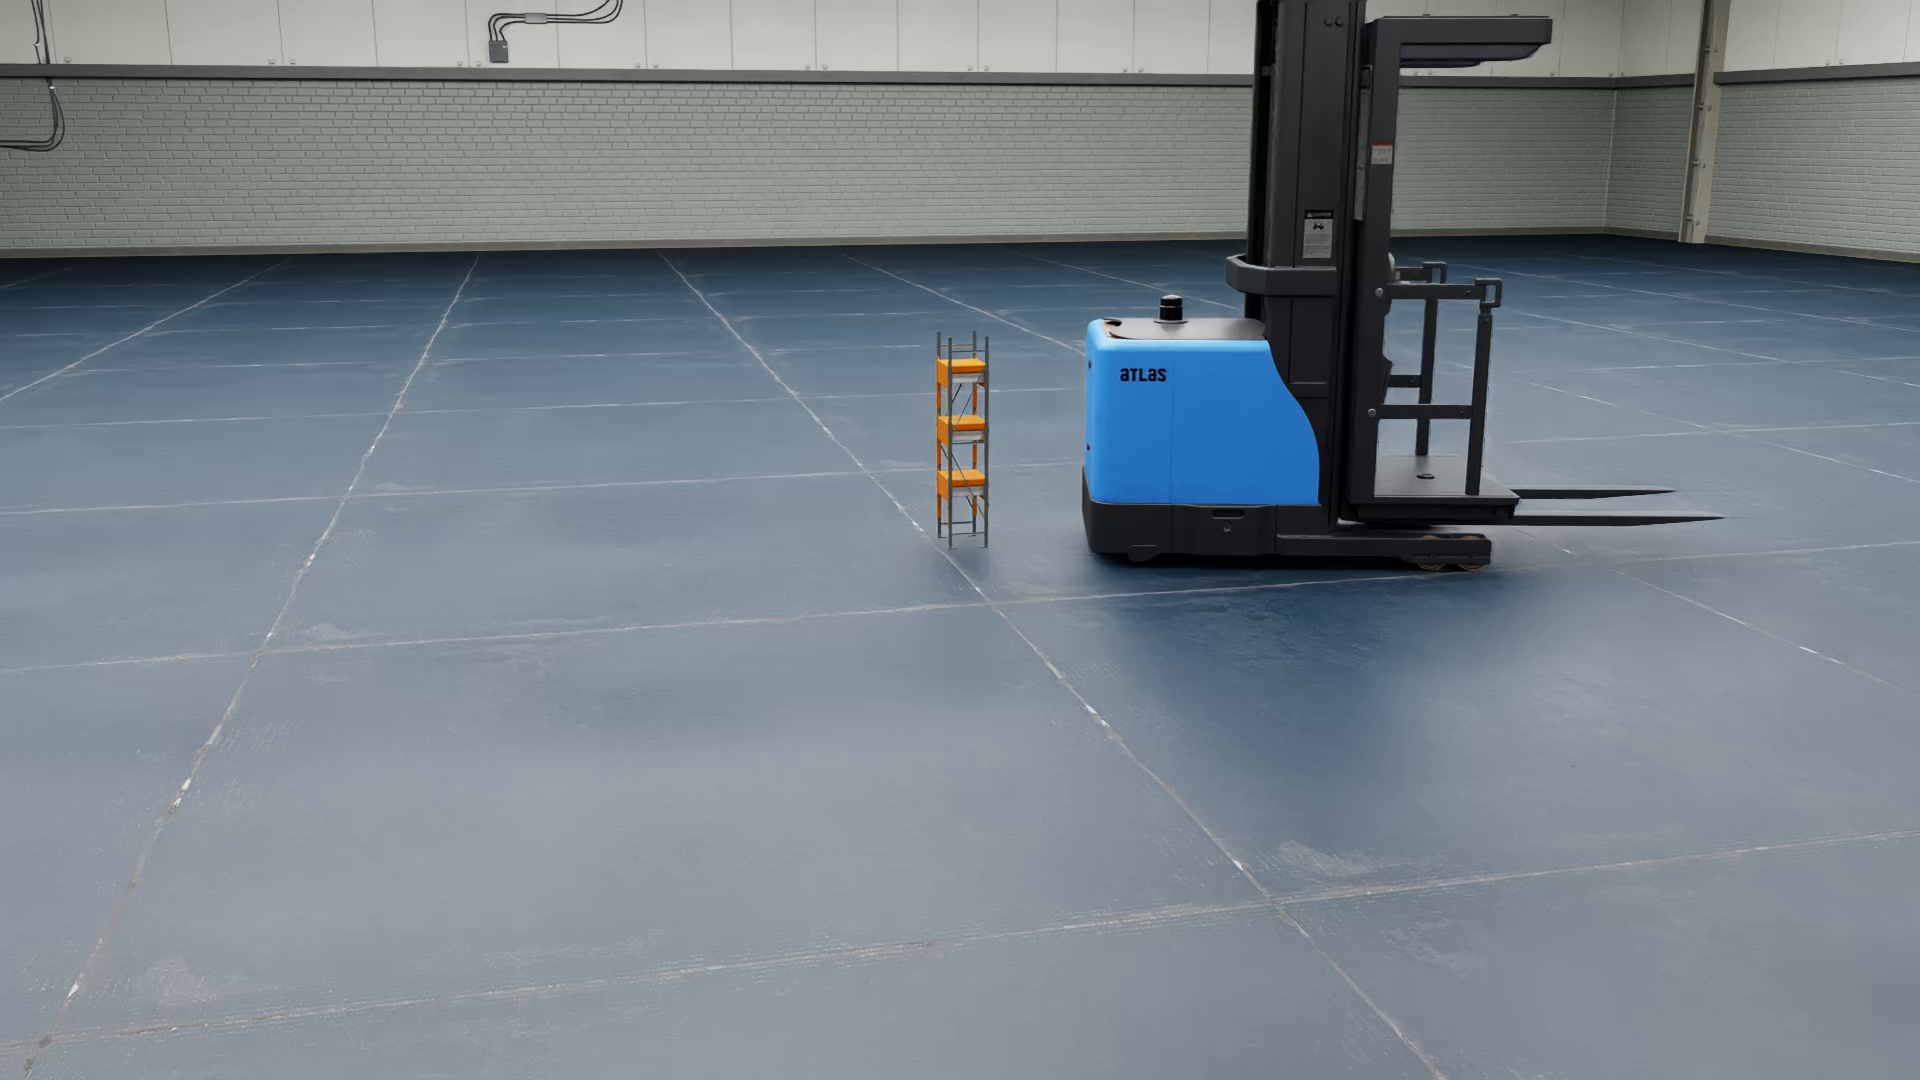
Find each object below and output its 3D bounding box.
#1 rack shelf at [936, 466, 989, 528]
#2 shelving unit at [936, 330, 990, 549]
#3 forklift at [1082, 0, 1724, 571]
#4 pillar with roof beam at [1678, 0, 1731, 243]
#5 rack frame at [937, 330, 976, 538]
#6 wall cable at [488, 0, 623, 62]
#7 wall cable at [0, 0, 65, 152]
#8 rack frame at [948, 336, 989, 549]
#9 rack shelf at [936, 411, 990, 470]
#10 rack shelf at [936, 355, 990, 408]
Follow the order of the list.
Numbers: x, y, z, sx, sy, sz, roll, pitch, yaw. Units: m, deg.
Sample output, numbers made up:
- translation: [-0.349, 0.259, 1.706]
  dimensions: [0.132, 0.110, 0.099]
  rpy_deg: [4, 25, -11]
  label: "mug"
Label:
- translation: [0.013, -0.217, 8.320]
  dimensions: [0.215, 0.259, 0.240]
  rpy_deg: [-3, 14, -13]
  label: "rack shelf"
- translation: [0.013, -0.498, 8.252]
  dimensions: [0.215, 1.050, 0.252]
  rpy_deg: [-3, 14, -13]
  label: "shelving unit"
- translation: [2.146, -1.406, 8.005]
  dimensions: [3.031, 2.935, 1.130]
  rpy_deg: [0, 14, 2]
  label: "forklift"
- translation: [9.671, -9.765, 29.436]
  dimensions: [9.100, 9.000, 0.400]
  rpy_deg: [-3, 14, -13]
  label: "pillar with roof beam"
- translation: [-0.016, -0.526, 8.367]
  dimensions: [0.200, 1.050, 0.008]
  rpy_deg: [-3, 14, -13]
  label: "rack frame"
- translation: [-6.939, -11.180, 28.062]
  dimensions: [2.305, 6.003, 0.169]
  rpy_deg: [-3, 14, -13]
  label: "wall cable"
- translation: [-16.170, -7.494, 26.683]
  dimensions: [3.097, 2.526, 0.112]
  rpy_deg: [-3, 14, -13]
  label: "wall cable"
- translation: [0.041, -0.470, 8.137]
  dimensions: [0.200, 1.050, 0.008]
  rpy_deg: [-3, 14, -13]
  label: "rack frame"
- translation: [0.013, -0.487, 8.254]
  dimensions: [0.215, 0.259, 0.240]
  rpy_deg: [-3, 14, -13]
  label: "rack shelf"
- translation: [0.013, -0.763, 8.187]
  dimensions: [0.215, 0.259, 0.240]
  rpy_deg: [-3, 14, -13]
  label: "rack shelf"
